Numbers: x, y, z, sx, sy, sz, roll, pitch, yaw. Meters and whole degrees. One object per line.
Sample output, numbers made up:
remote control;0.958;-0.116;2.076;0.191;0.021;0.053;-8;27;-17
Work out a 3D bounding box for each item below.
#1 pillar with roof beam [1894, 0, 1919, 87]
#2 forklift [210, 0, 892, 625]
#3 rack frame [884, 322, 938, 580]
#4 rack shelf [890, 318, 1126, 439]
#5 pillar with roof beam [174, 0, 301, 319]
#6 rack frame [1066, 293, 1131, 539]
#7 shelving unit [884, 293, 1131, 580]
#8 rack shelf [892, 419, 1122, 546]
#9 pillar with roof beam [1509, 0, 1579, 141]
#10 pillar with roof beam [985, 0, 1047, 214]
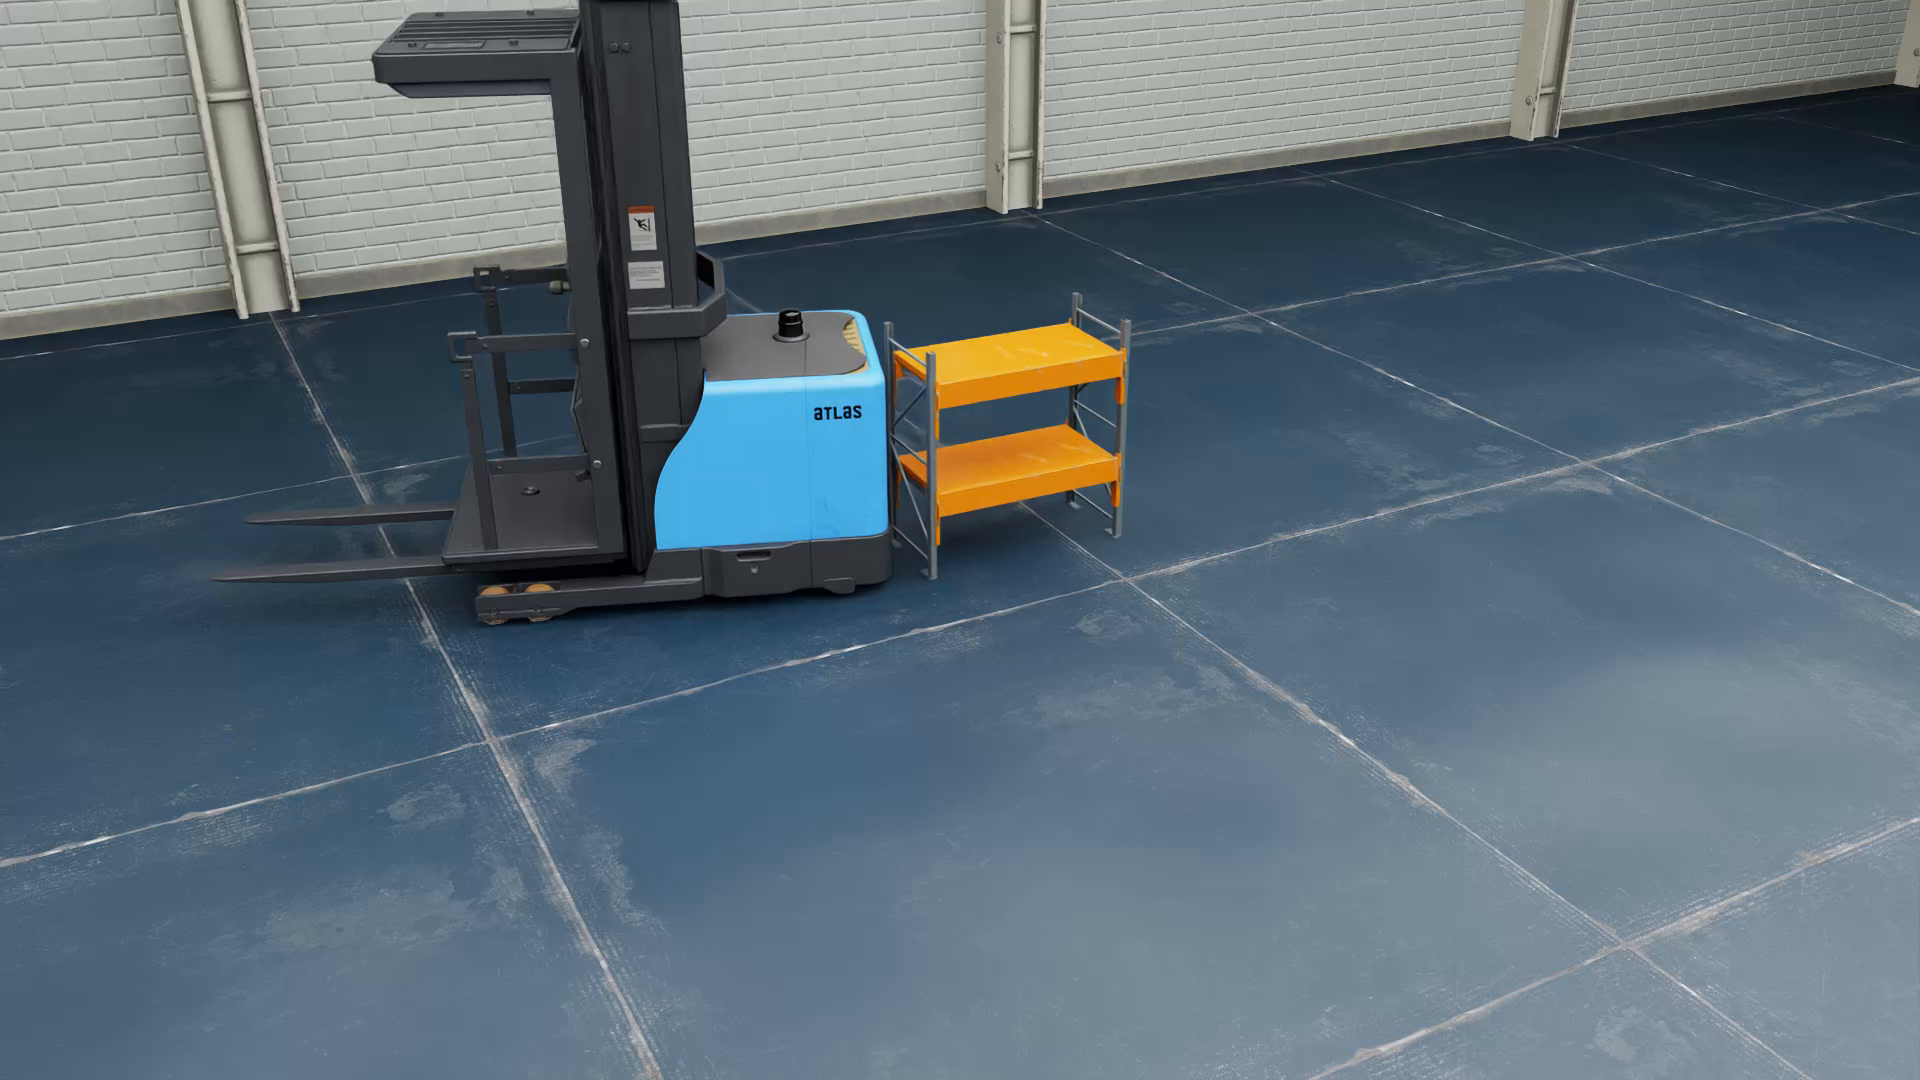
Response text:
pillar with roof beam;13.071;-7.693;13.875;0.400;9.000;9.100;-13;29;-25
forklift;-1.880;-1.187;7.336;3.031;2.935;1.130;-4;26;-8
rack frame;-0.232;-0.416;7.816;0.032;1.125;0.500;-12;28;-24
rack shelf;0.222;-0.778;7.895;1.000;0.278;0.538;-12;28;-24
pillar with roof beam;-2.811;-4.027;6.240;0.400;9.000;9.100;-13;29;-25
rack frame;0.676;-0.613;8.227;0.032;1.125;0.500;-12;28;-24
shelving unit;0.222;-0.514;8.022;1.048;1.125;0.538;-12;28;-24
rack shelf;0.222;-0.294;8.128;1.000;0.278;0.538;-12;28;-24
pillar with roof beam;7.777;-6.471;11.330;0.400;9.000;9.100;-13;29;-25
pillar with roof beam;2.483;-5.249;8.785;0.400;9.000;9.100;-13;29;-25
